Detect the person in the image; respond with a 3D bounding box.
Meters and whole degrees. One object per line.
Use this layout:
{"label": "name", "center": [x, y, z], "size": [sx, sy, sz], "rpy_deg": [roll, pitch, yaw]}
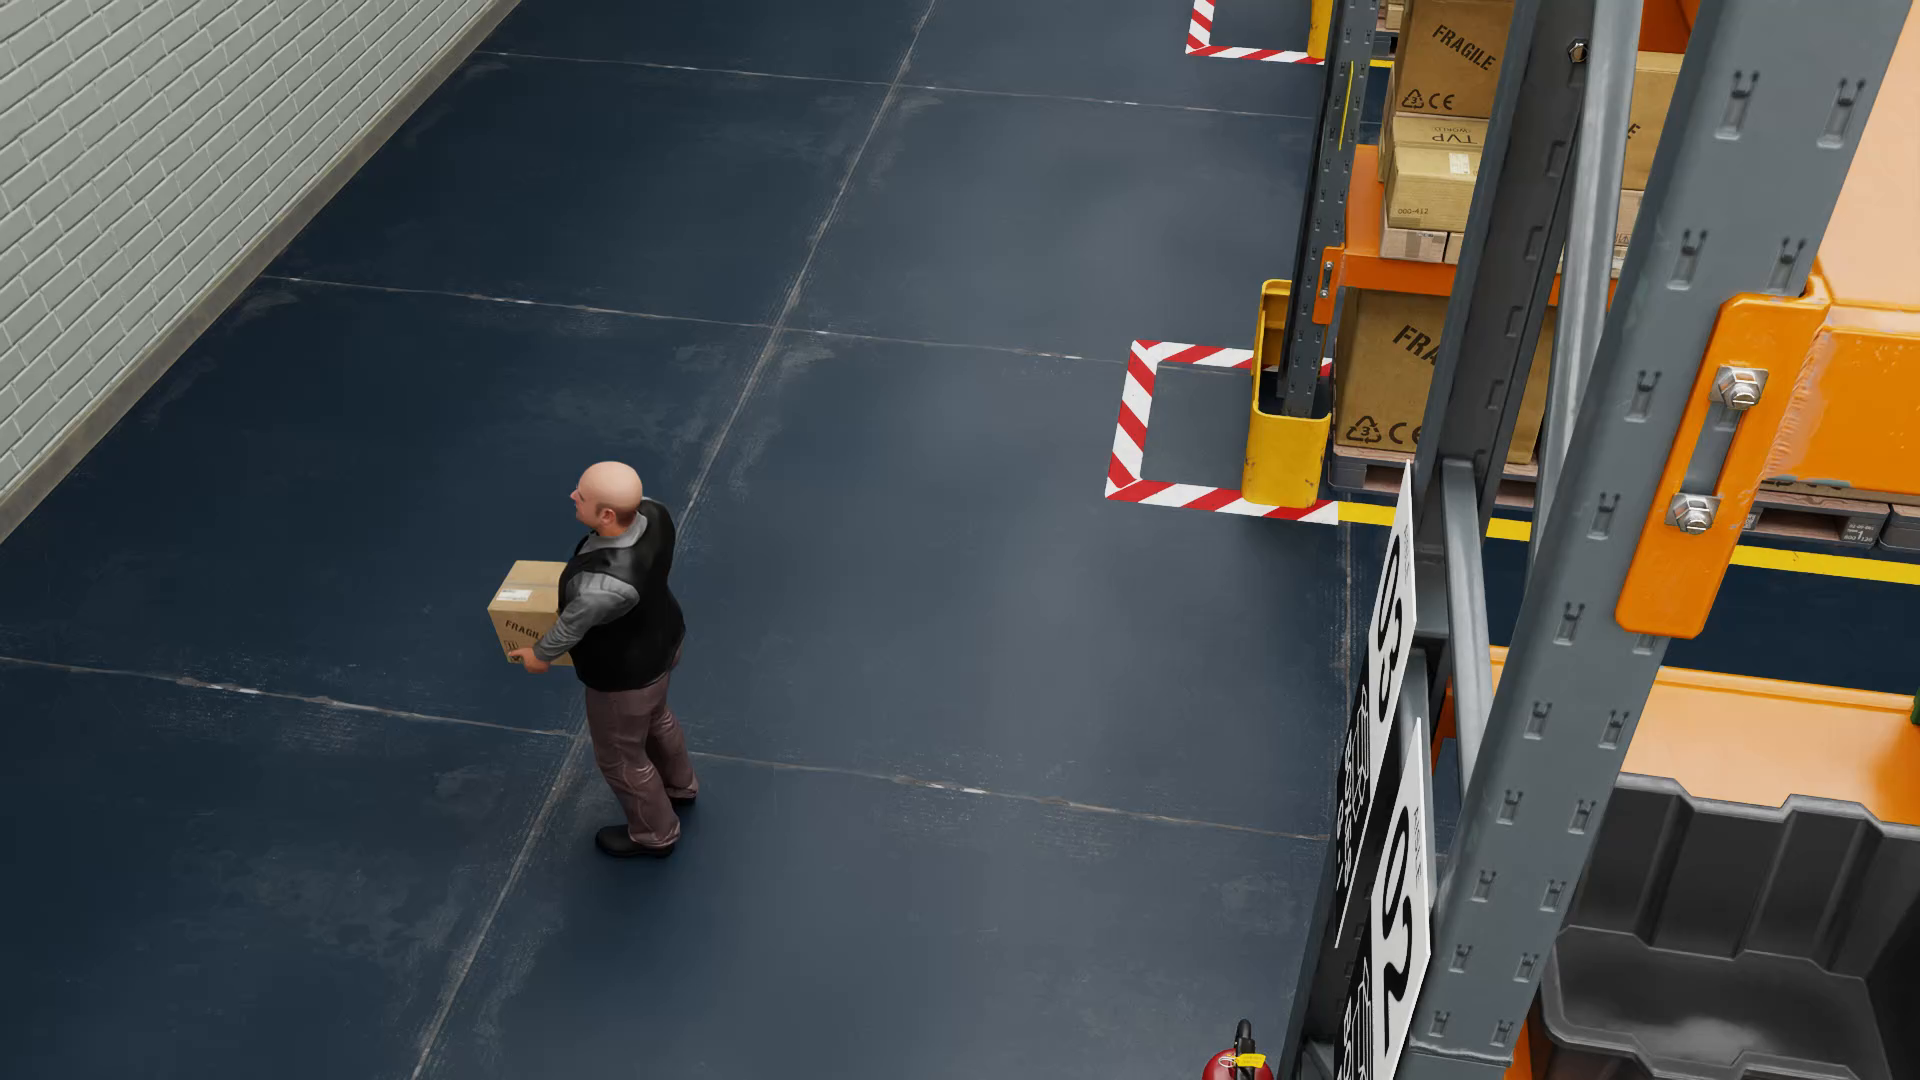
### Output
{"label": "person", "center": [-1.226, 0.406, 5.703], "size": [0.560, 1.711, 0.494], "rpy_deg": [7, 41, 8]}
